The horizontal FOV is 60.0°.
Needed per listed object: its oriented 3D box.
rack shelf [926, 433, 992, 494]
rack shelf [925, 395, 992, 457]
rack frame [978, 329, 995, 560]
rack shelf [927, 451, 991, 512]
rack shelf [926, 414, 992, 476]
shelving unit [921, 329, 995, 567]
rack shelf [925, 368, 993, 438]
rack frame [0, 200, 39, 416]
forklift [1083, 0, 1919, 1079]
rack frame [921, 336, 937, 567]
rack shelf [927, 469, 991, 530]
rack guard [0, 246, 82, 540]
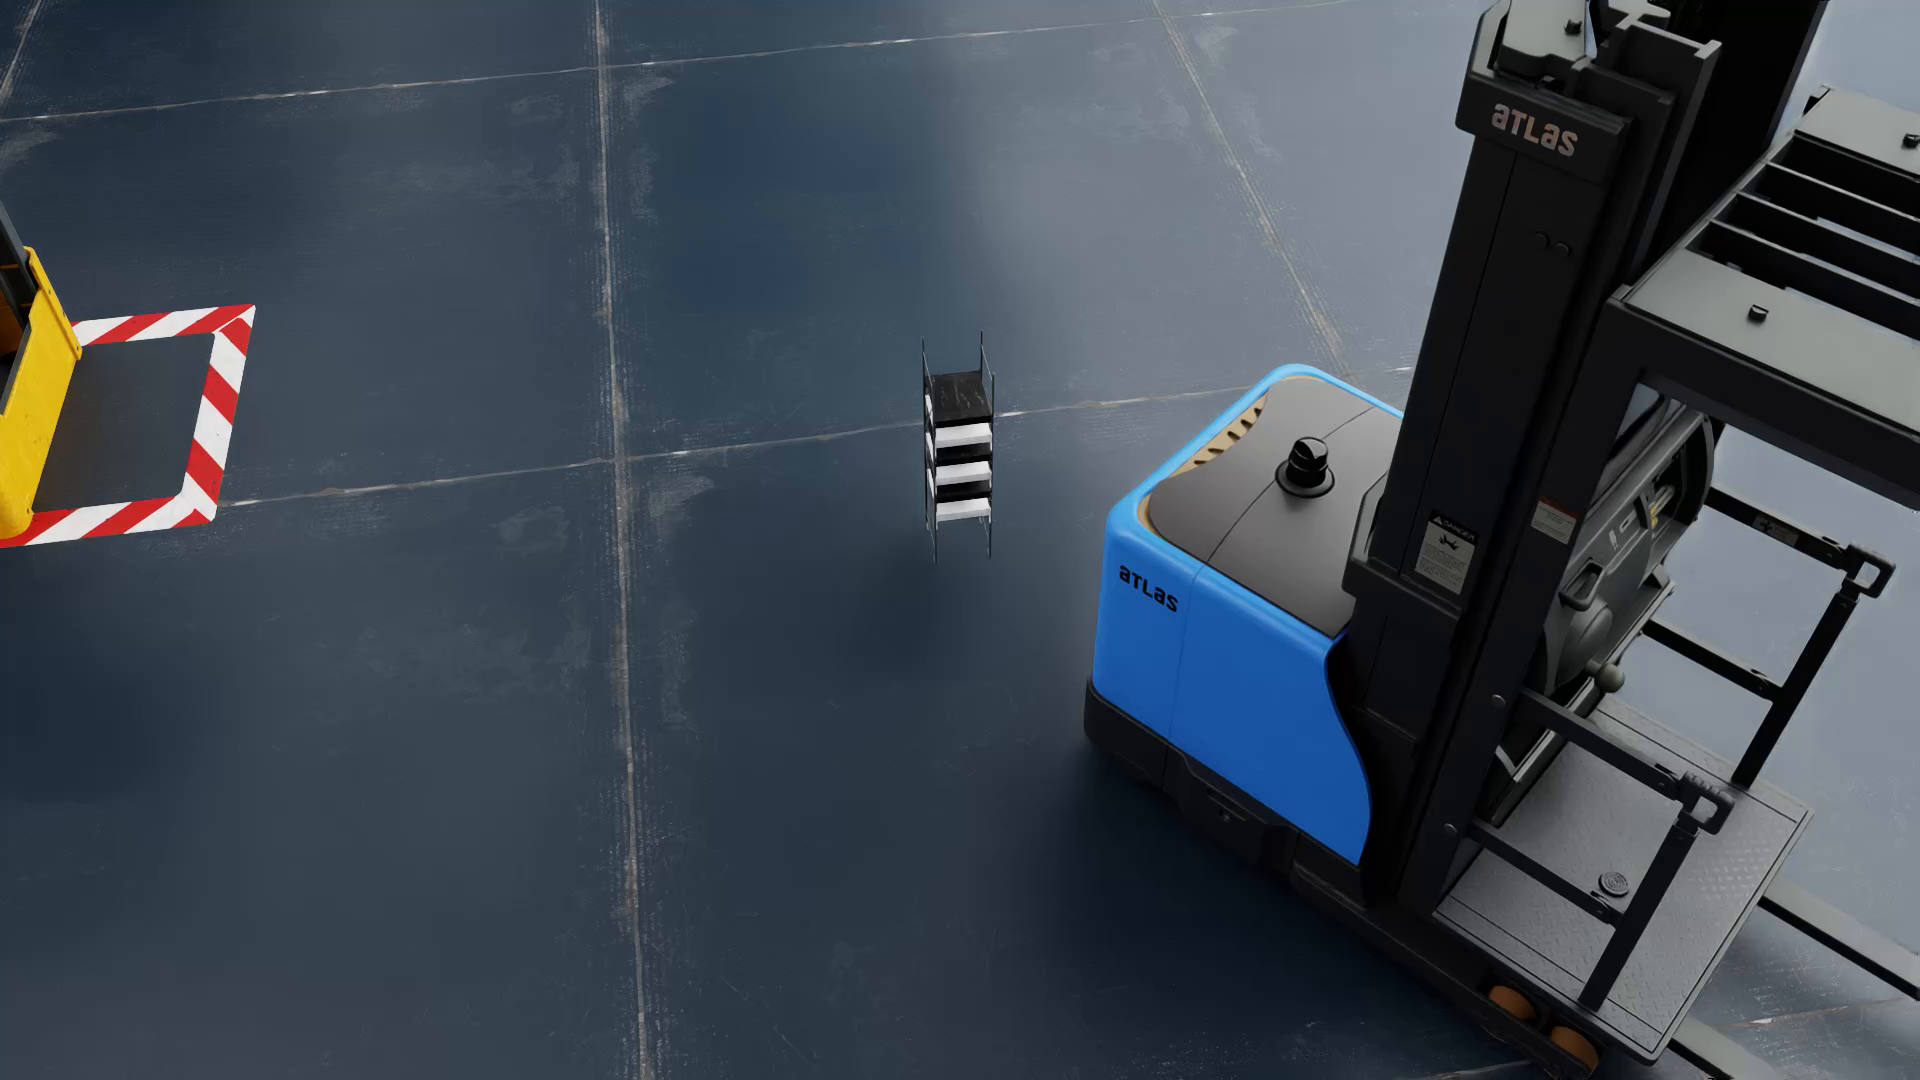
[{"bbox_3d":[-0.008,-0.288,5.949,0.200,0.077,0.258,-7,46,-7],"label":"rack shelf"},{"bbox_3d":[-0.008,-0.413,5.819,0.200,0.077,0.258,-7,46,-7],"label":"rack shelf"},{"bbox_3d":[0.092,-0.324,5.937,0.006,0.900,0.240,-7,46,-7],"label":"rack frame"},{"bbox_3d":[-0.008,-0.226,6.014,0.200,0.077,0.258,-7,46,-7],"label":"rack shelf"},{"bbox_3d":[-0.008,-0.351,5.884,0.200,0.077,0.258,-7,46,-7],"label":"rack shelf"},{"bbox_3d":[-0.008,-0.311,5.925,0.210,0.900,0.258,-7,46,-7],"label":"shelving unit"},{"bbox_3d":[-0.008,-0.475,5.755,0.200,0.077,0.258,-7,46,-7],"label":"rack shelf"},{"bbox_3d":[-3.719,-1.490,5.603,0.127,3.000,1.000,-7,46,-7],"label":"rack frame"},{"bbox_3d":[1.848,0.102,4.117,3.031,2.935,1.130,33,54,27],"label":"forklift"},{"bbox_3d":[-0.108,-0.299,5.913,0.006,0.900,0.240,-7,46,-7],"label":"rack frame"},{"bbox_3d":[-0.008,-0.163,6.079,0.200,0.077,0.258,-7,46,-7],"label":"rack shelf"},{"bbox_3d":[-3.786,-0.580,6.462,0.348,0.500,1.175,-7,46,-7],"label":"rack guard"}]
